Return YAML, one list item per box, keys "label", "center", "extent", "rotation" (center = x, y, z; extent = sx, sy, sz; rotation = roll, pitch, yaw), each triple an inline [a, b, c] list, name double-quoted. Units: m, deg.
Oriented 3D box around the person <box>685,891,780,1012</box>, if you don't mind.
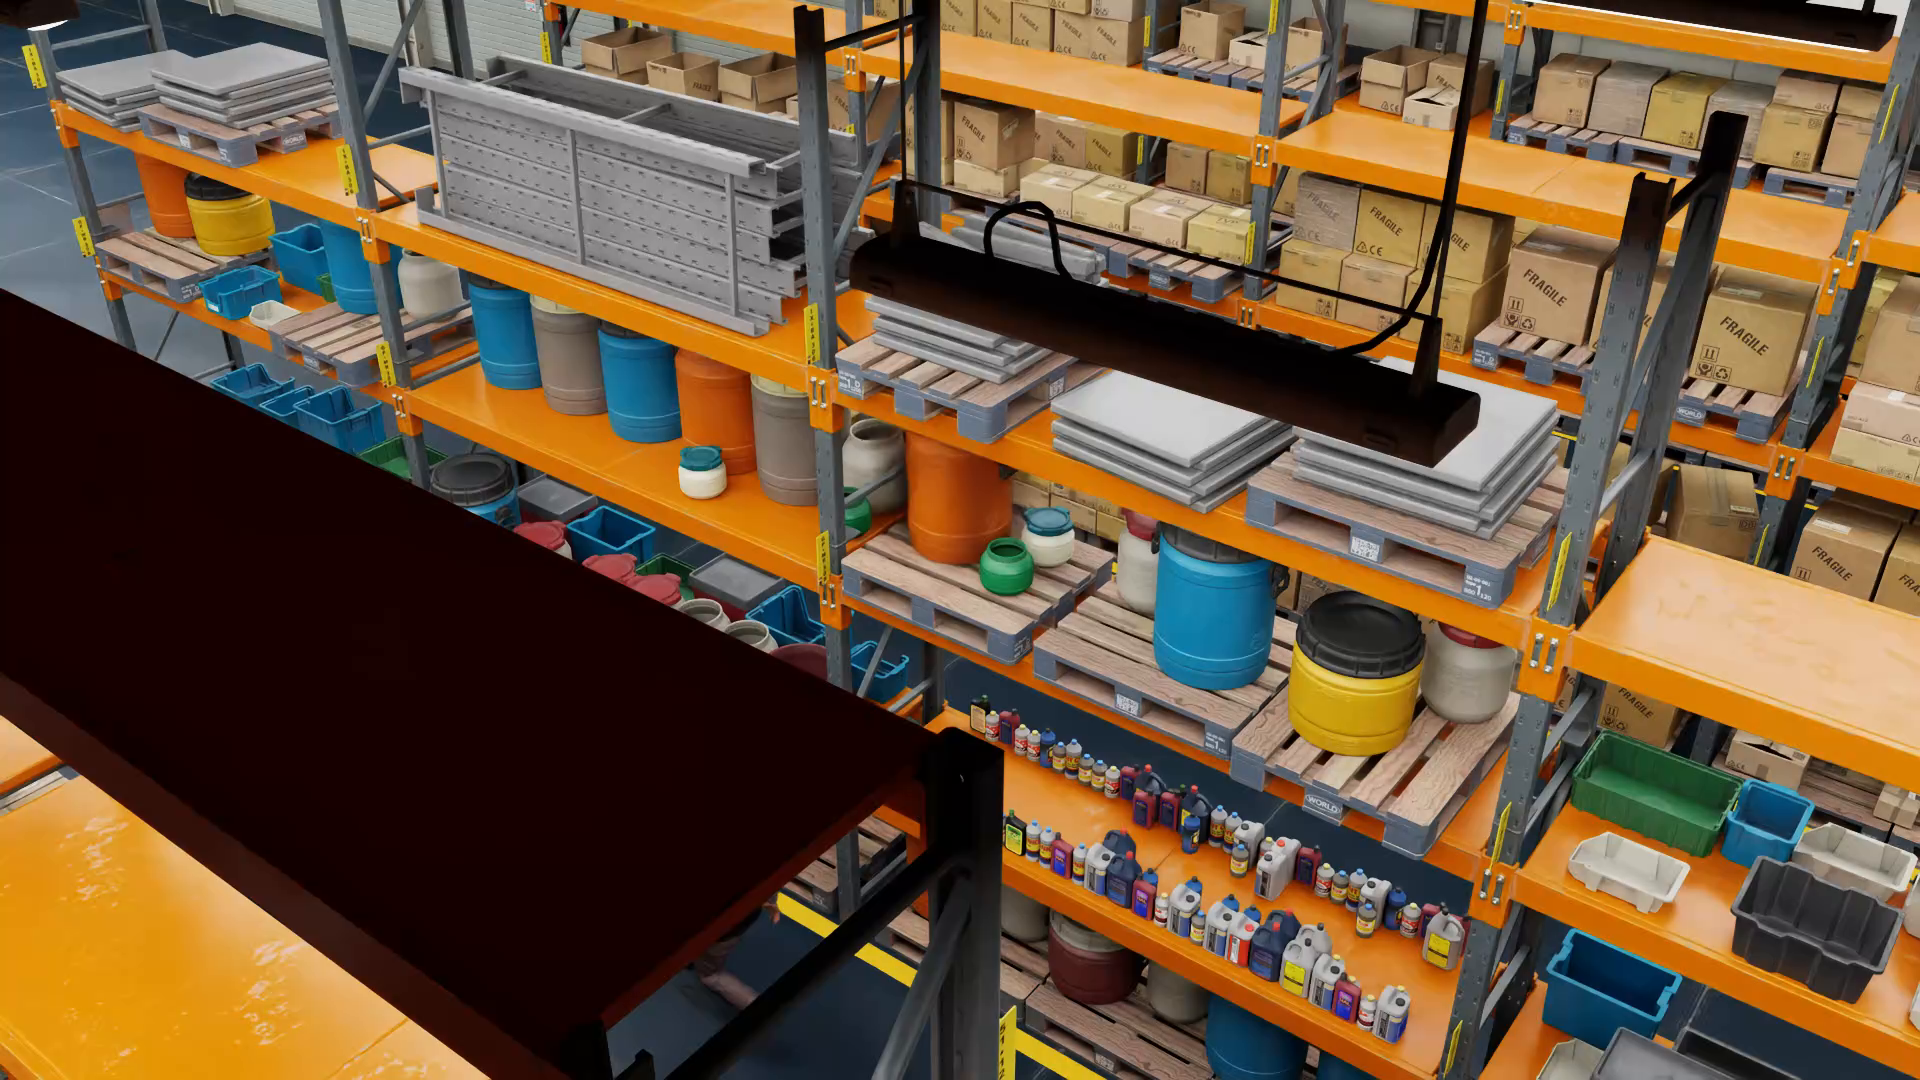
- label: "person"
  center: [-1.412, 2.204, 9.902]
  extent: [0.882, 1.587, 0.585]
  rotation: [21, 37, 30]
